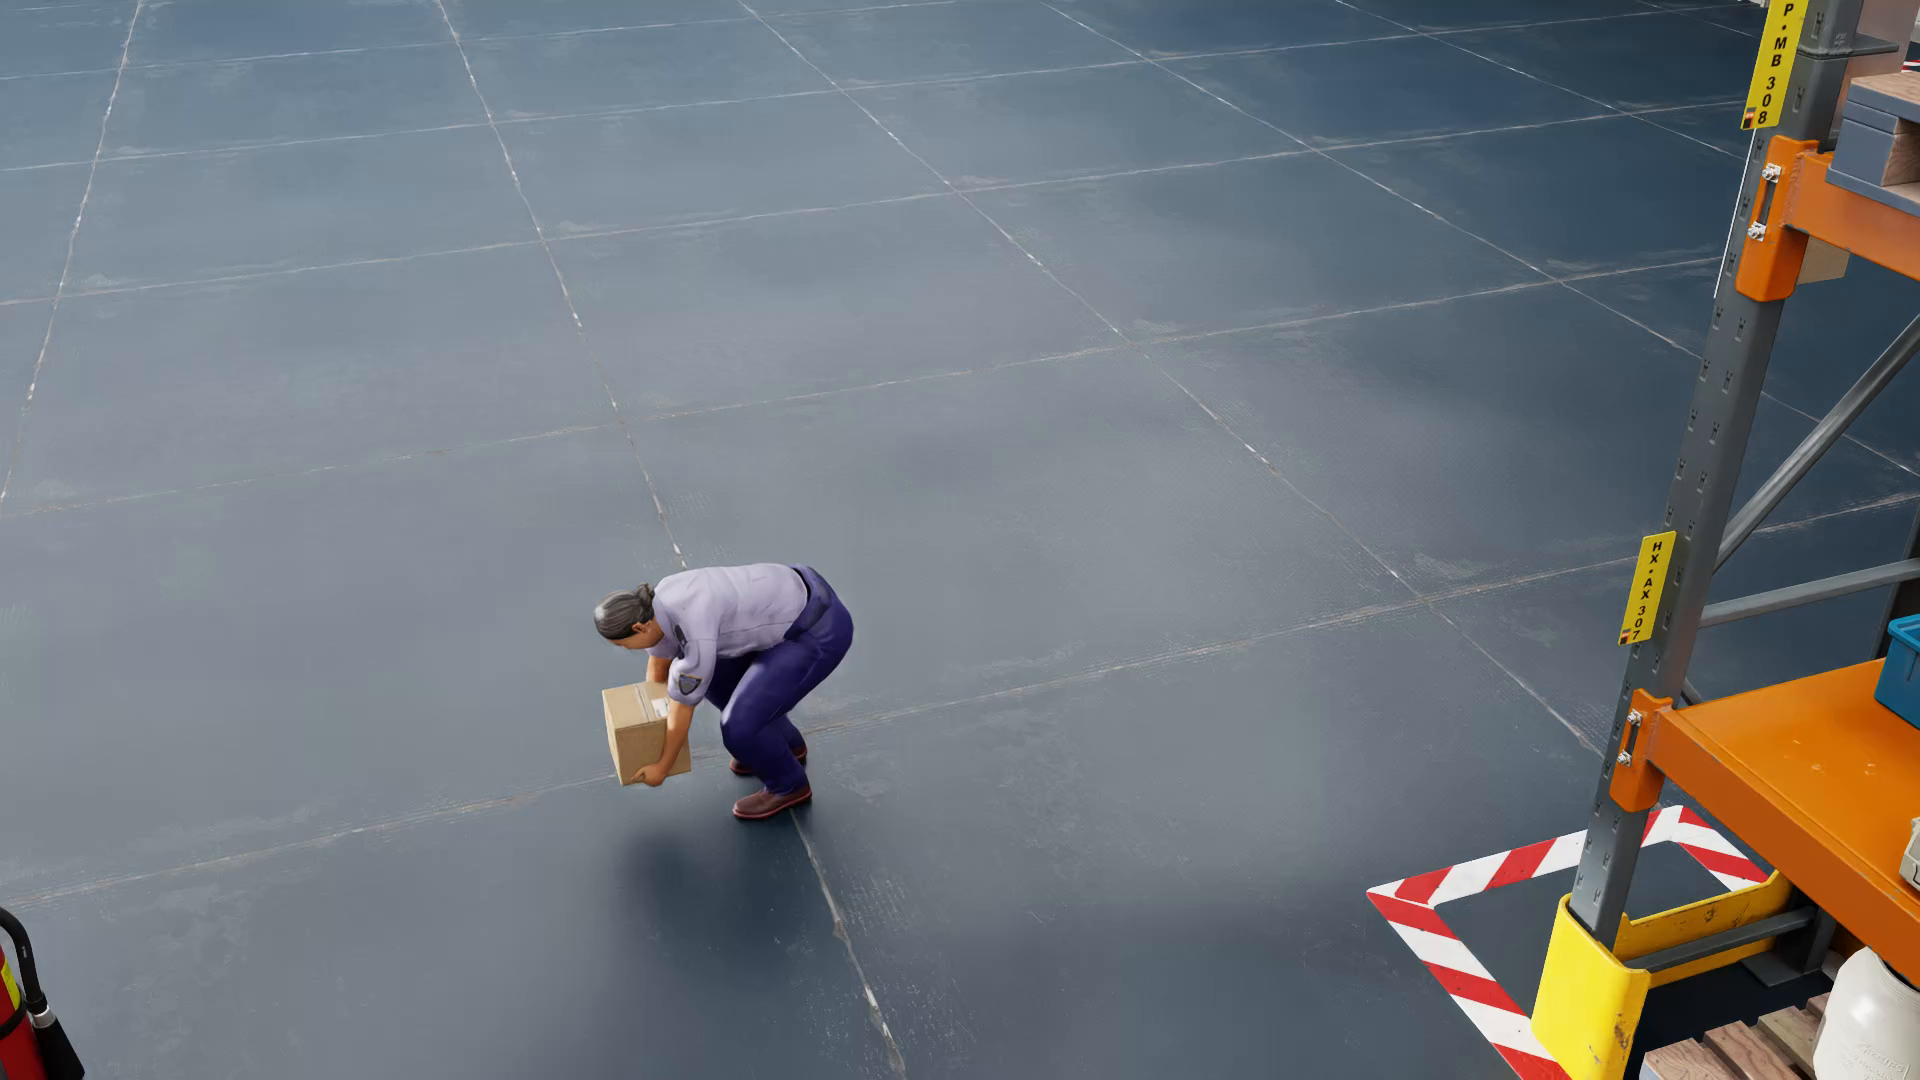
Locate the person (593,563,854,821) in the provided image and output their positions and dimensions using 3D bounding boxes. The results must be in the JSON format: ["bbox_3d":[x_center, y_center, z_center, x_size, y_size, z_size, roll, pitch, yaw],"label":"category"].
[{"bbox_3d":[-0.822,0.512,5.923,0.892,0.987,0.505,-12,32,-20],"label":"person"}]
